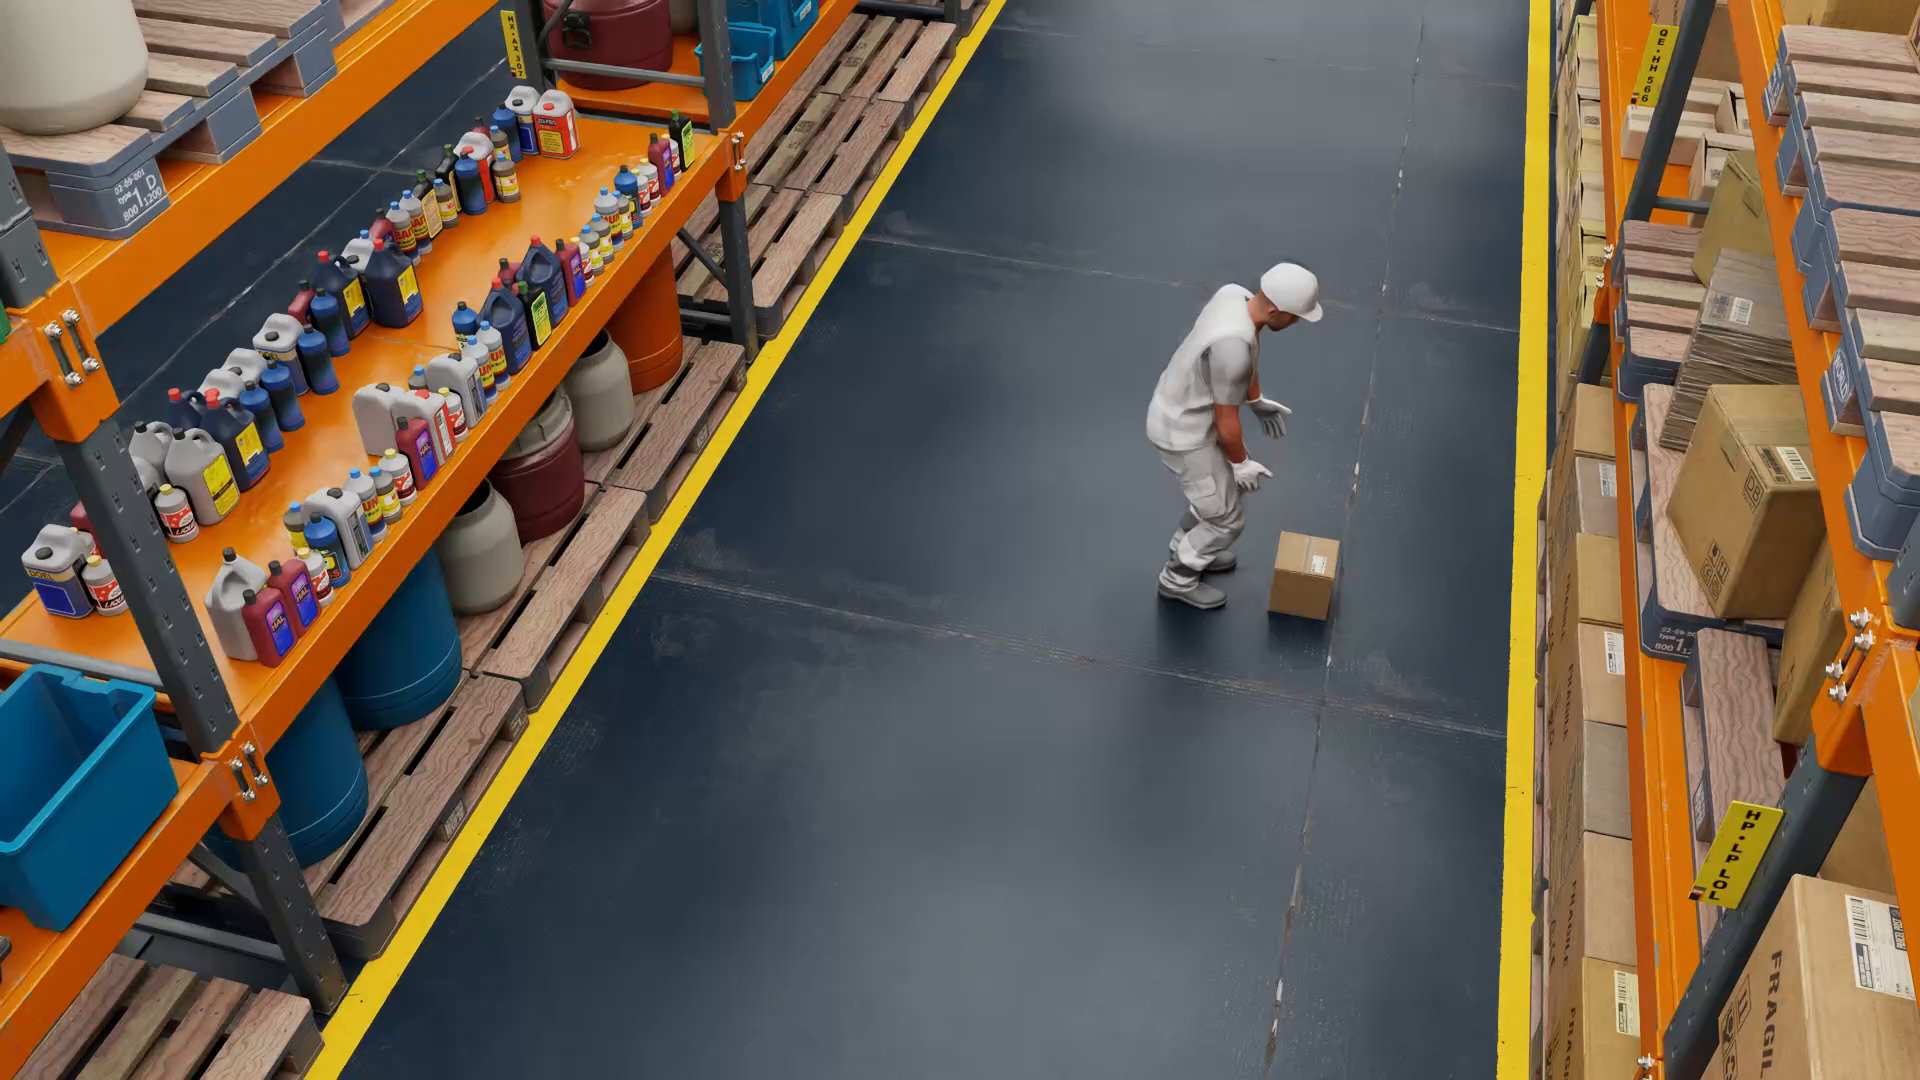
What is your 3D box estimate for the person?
[{"bbox_3d":[1.082,-0.452,6.810,0.625,1.604,0.572,10,42,12],"label":"person"}]
